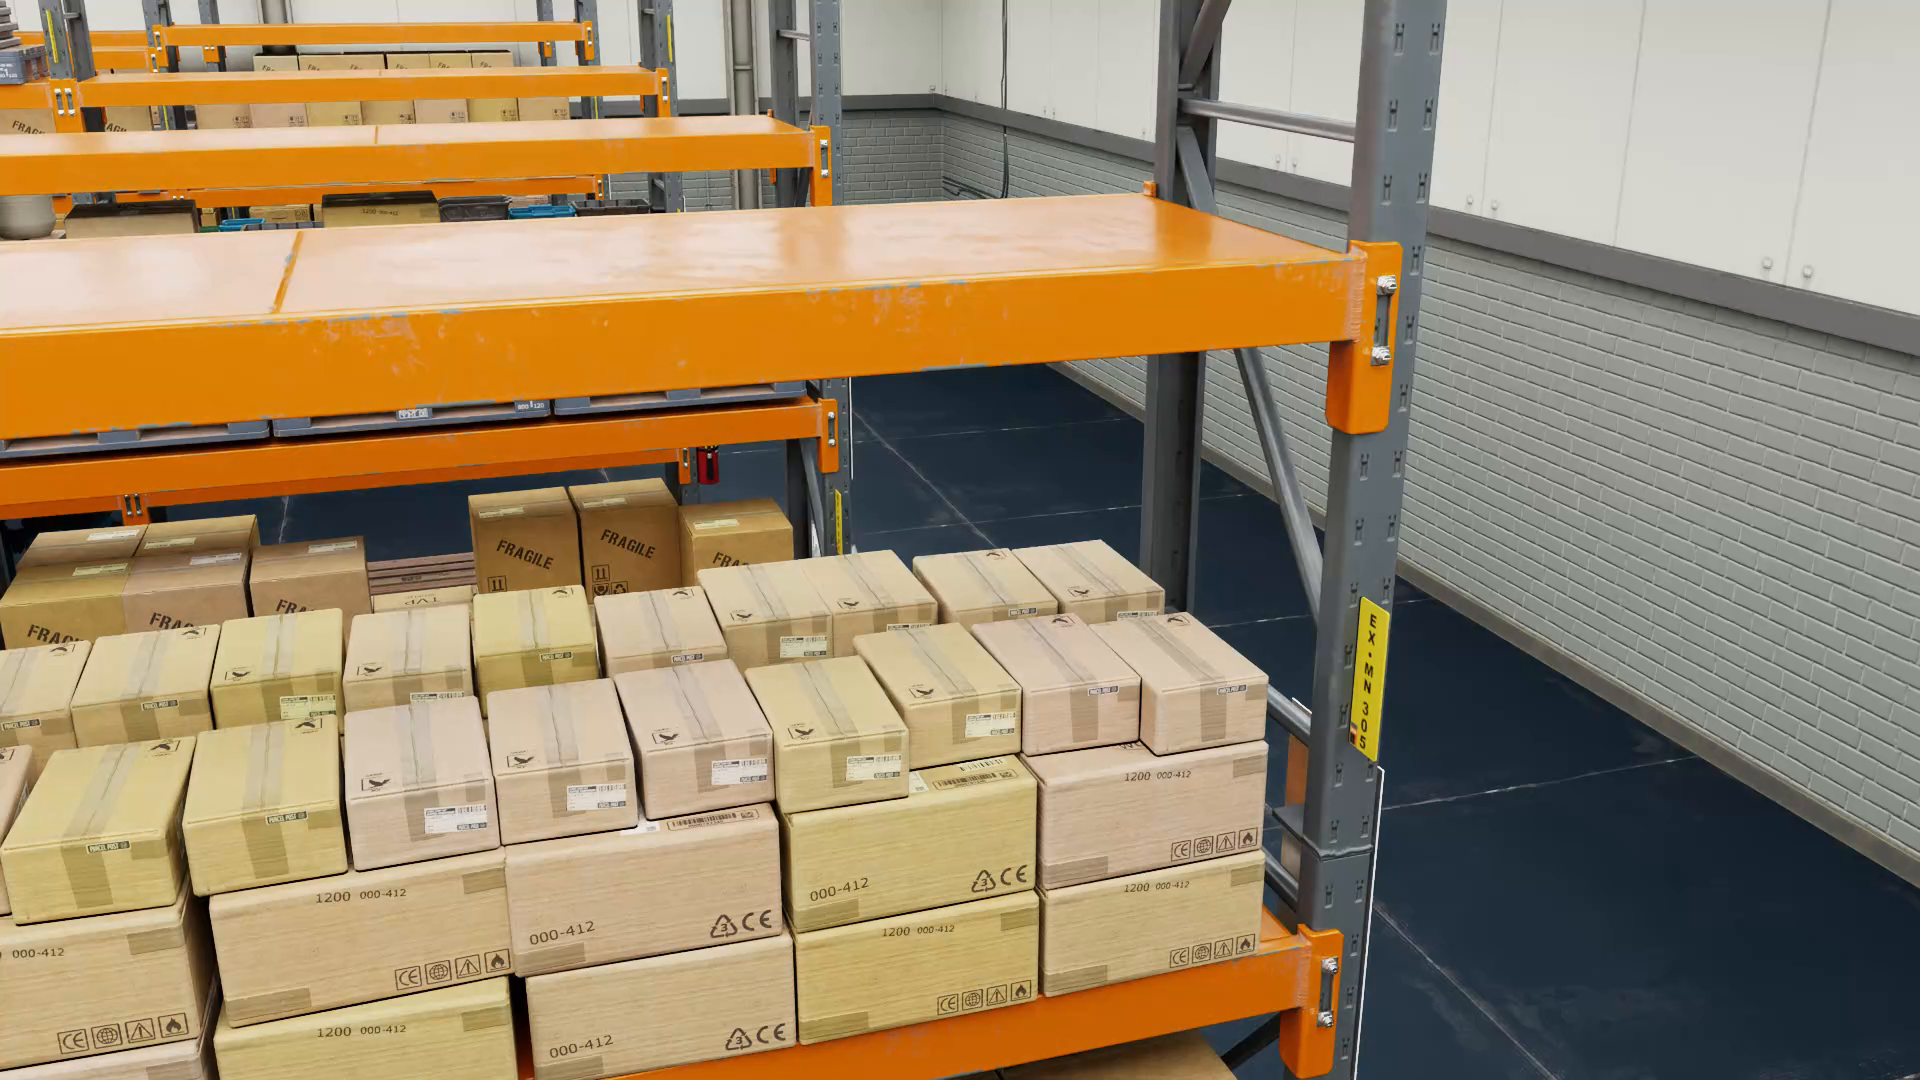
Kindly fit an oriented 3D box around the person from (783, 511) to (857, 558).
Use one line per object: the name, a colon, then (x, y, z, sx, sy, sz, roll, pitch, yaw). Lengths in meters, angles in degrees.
person: (-1.104, 0.404, 11.477, 0.860, 1.416, 0.552, -7, 20, -19)
